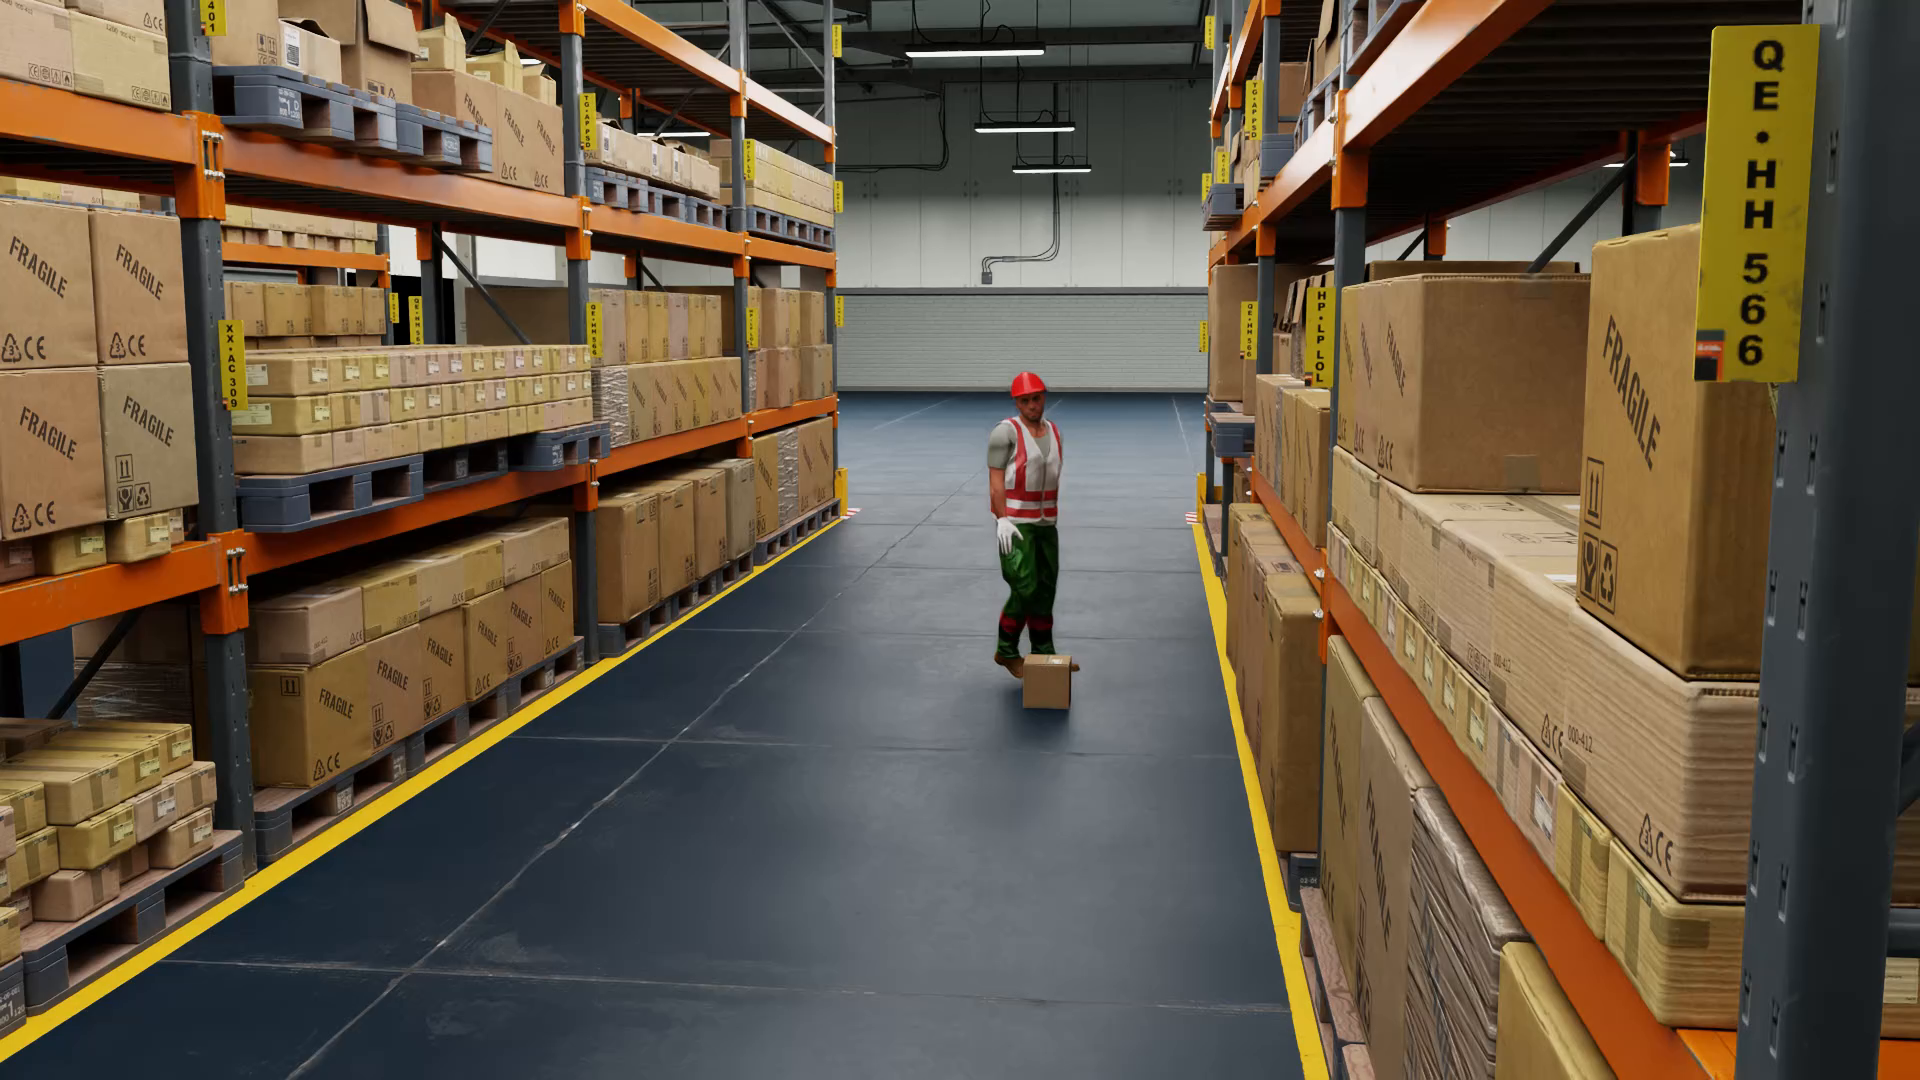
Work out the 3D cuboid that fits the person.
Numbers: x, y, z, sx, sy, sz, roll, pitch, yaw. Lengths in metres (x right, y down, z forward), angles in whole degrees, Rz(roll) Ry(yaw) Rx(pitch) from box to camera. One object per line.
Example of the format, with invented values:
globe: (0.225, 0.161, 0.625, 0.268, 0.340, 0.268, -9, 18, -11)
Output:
person: (0.416, -0.083, 9.612, 0.587, 1.779, 0.379, -6, 10, -39)
